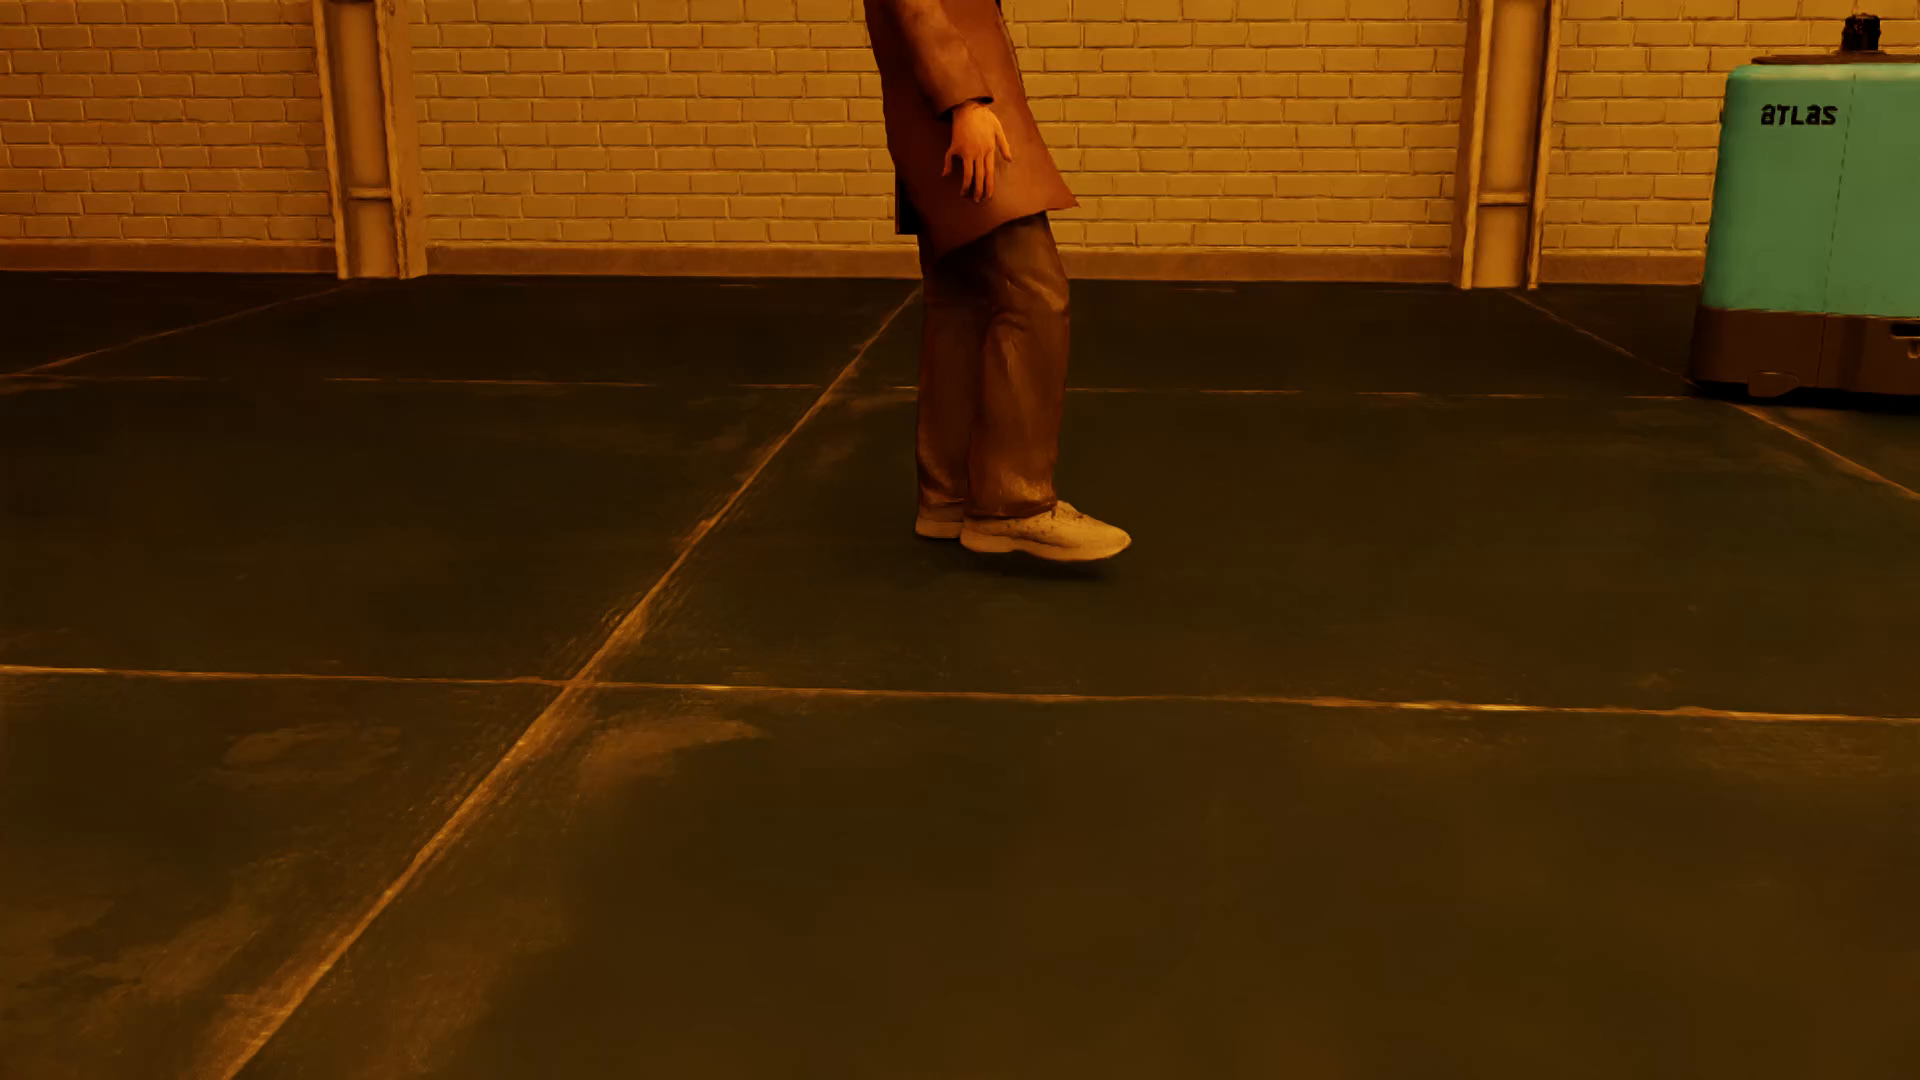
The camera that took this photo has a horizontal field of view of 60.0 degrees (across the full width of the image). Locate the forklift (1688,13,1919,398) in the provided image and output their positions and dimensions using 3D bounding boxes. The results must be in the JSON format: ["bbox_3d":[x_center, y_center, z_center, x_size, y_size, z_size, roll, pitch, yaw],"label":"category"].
[{"bbox_3d":[3.993,-1.834,4.973,3.031,2.935,1.130,7,17,23],"label":"forklift"}]

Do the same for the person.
[{"bbox_3d":[0.089,-0.863,3.567,0.586,1.775,0.694,1,15,4],"label":"person"}]
